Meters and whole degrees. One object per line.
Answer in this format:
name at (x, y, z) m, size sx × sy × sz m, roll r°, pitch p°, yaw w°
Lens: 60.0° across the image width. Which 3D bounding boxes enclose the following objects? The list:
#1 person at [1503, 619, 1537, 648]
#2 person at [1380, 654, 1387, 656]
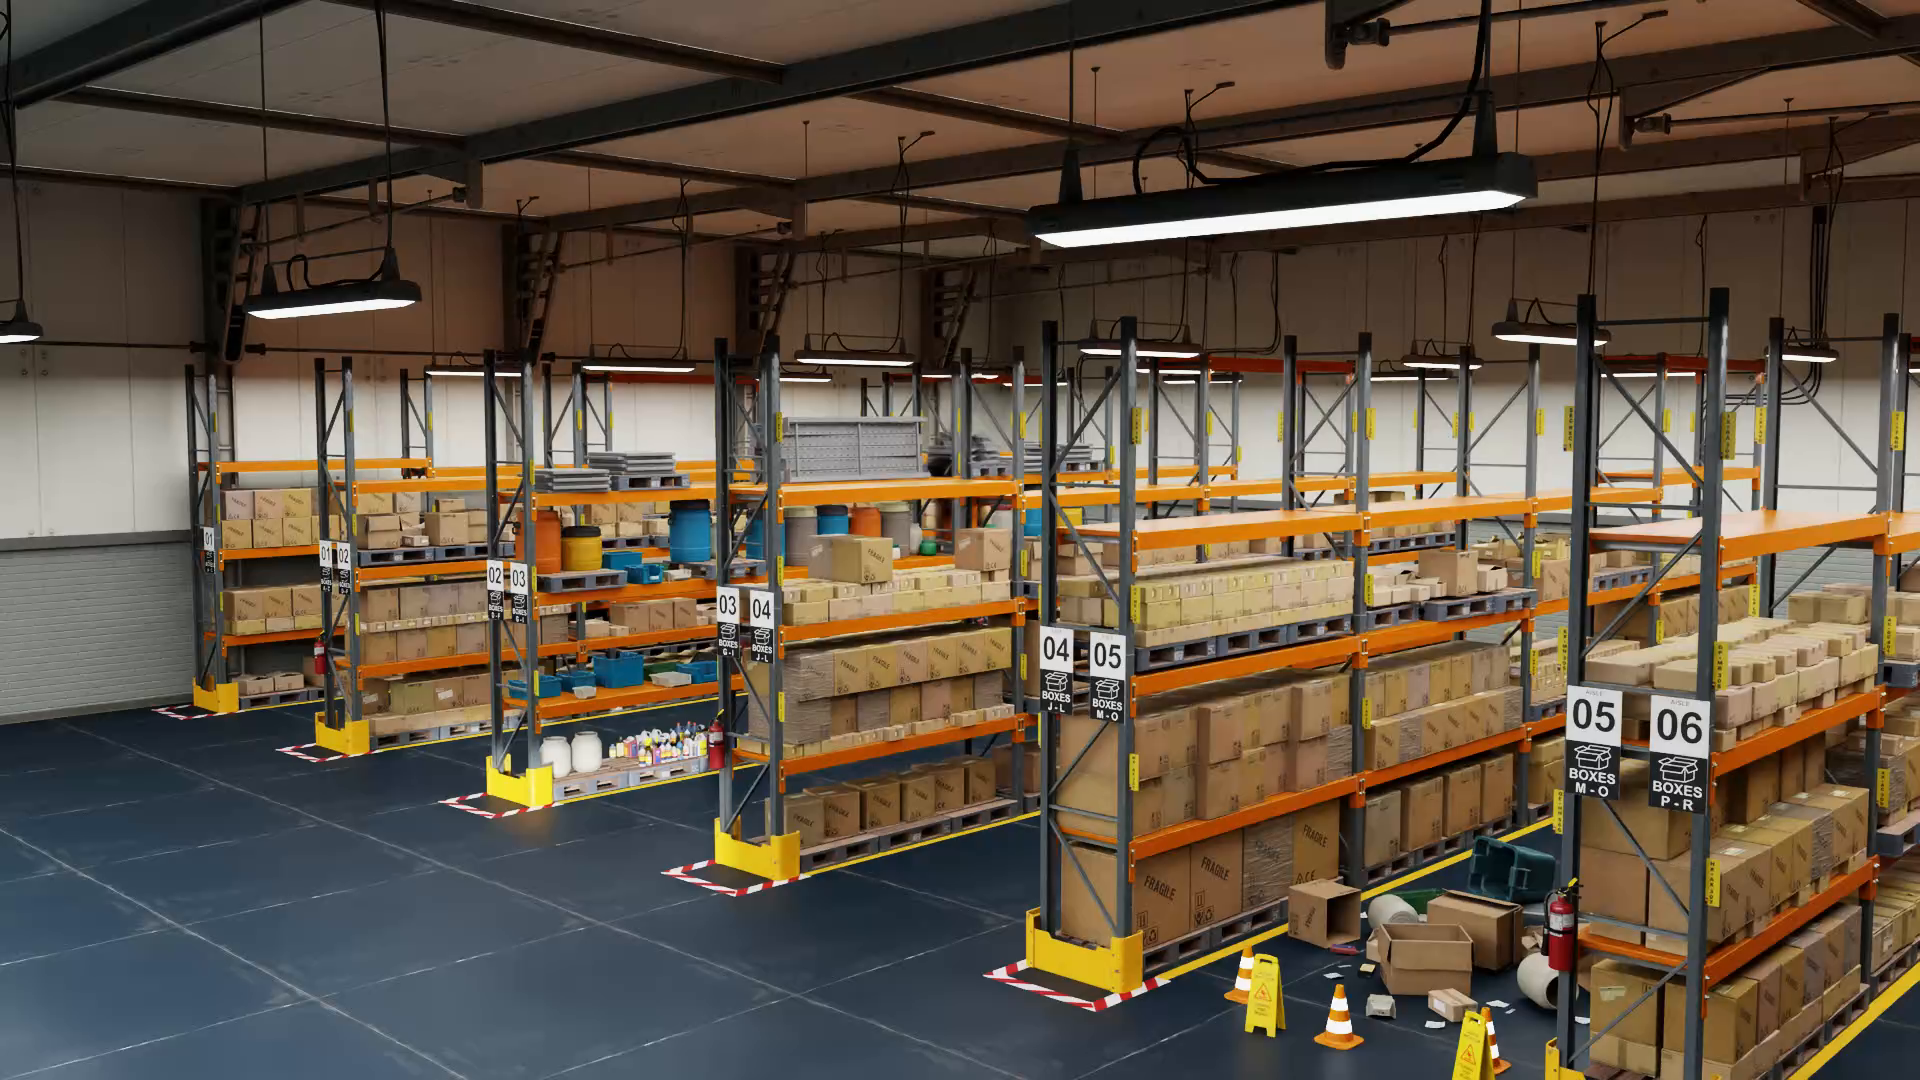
person at (9.795, 2.119, 29.078) m, size 0.591 × 1.707 × 0.864 m, roll 1°, pitch 5°, yaw 15°
person at (6.235, 2.485, 24.106) m, size 0.601 × 1.731 × 0.918 m, roll 3°, pitch 5°, yaw 34°
